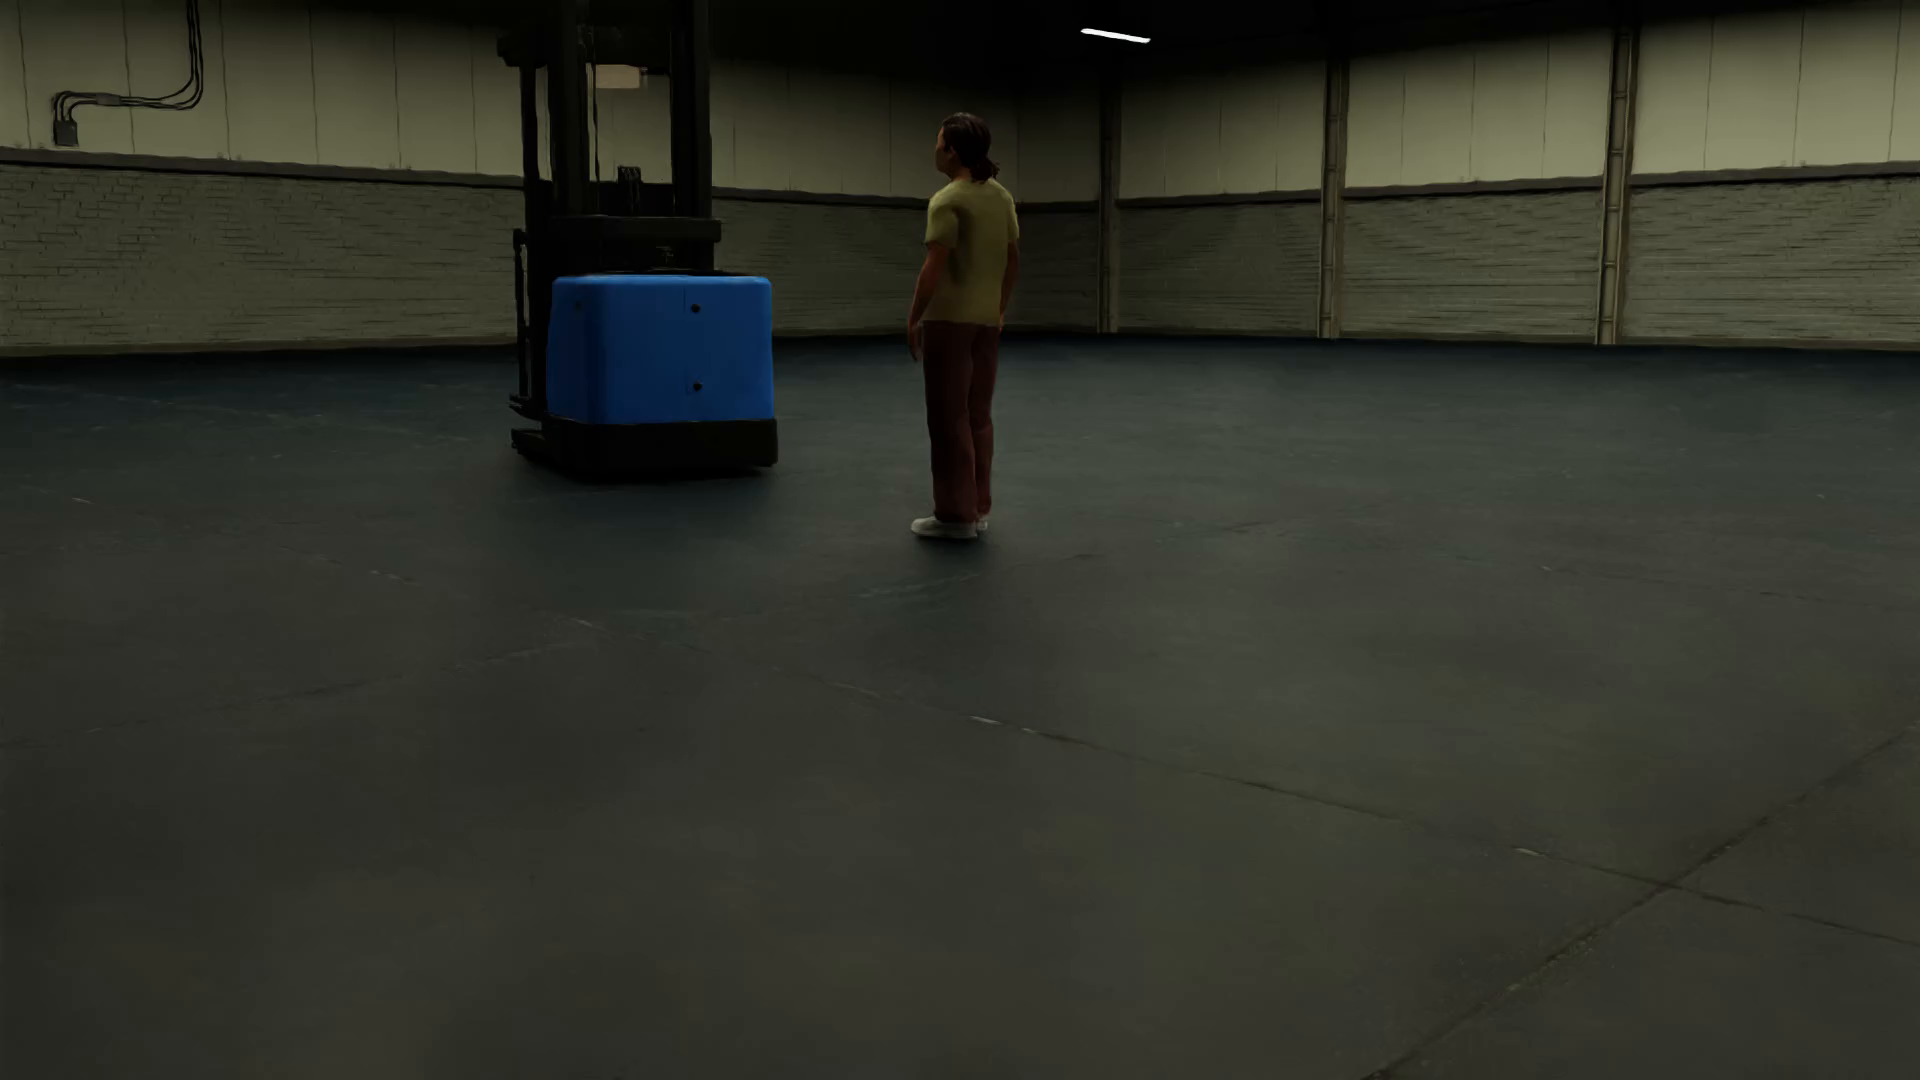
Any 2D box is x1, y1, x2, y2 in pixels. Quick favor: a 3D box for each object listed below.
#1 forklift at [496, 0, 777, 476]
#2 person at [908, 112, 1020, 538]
[{"bbox_3d":[-2.101,-1.970,9.958,1.130,2.935,3.031,-4,10,-26],"label":"forklift"},{"bbox_3d":[-0.046,-0.844,6.650,0.548,1.674,0.554,8,12,43],"label":"person"}]
